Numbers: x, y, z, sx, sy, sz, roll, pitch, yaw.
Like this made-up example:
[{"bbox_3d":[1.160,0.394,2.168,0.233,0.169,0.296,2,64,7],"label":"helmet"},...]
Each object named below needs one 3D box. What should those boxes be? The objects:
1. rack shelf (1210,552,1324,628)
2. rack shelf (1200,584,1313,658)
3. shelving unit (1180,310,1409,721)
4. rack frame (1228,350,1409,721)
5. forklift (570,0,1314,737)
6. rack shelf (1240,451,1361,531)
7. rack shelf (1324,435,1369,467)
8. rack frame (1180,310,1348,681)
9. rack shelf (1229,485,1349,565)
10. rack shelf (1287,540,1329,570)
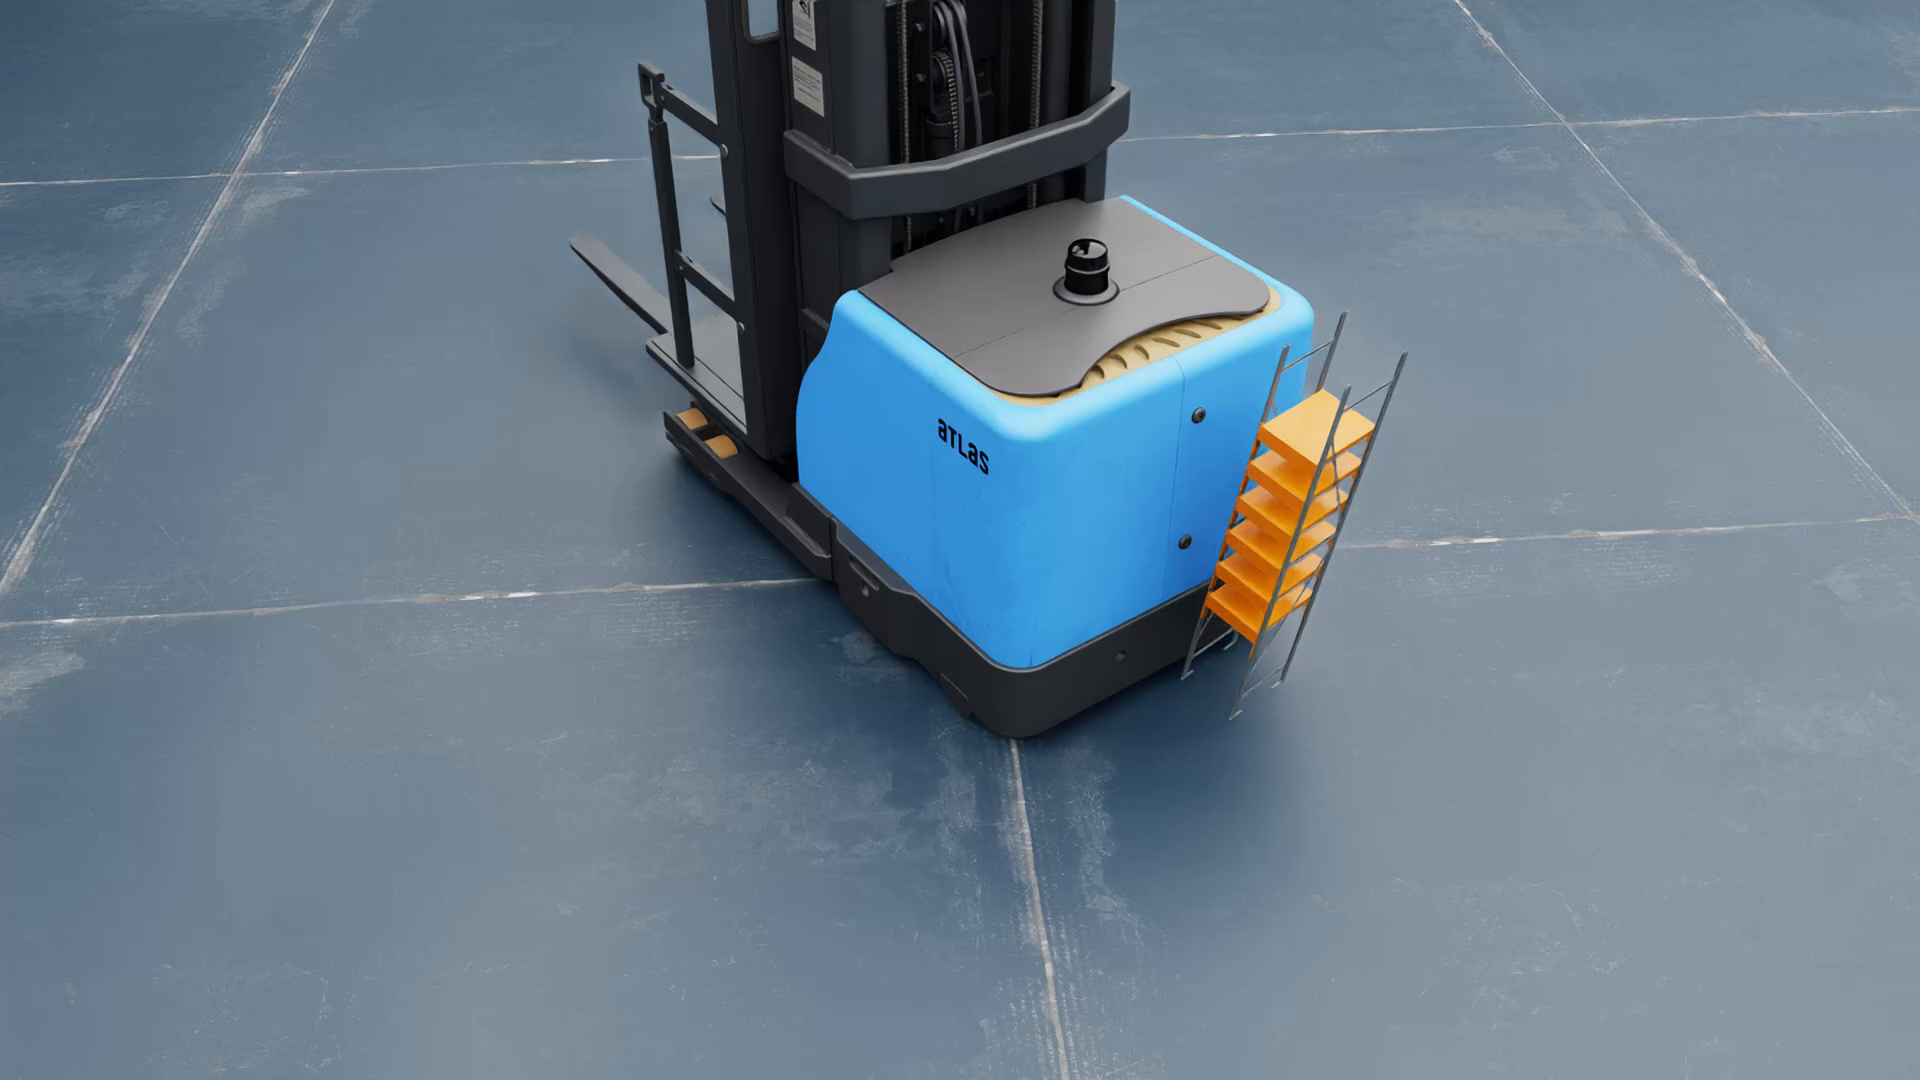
[{"bbox_3d":[0.820,0.091,4.415,0.258,0.103,0.180,-30,56,-32],"label":"rack shelf"},{"bbox_3d":[0.807,0.176,4.499,0.258,0.103,0.180,-30,56,-32],"label":"rack shelf"},{"bbox_3d":[0.838,-0.024,4.300,0.258,1.200,0.189,-30,56,-32],"label":"shelving unit"},{"bbox_3d":[0.899,0.028,4.257,0.240,1.200,0.006,-30,56,-32],"label":"rack frame"},{"bbox_3d":[-0.332,-1.452,4.796,1.129,2.843,3.031,-24,44,-27],"label":"forklift"},{"bbox_3d":[0.859,-0.162,4.162,0.258,0.103,0.180,-30,56,-32],"label":"rack shelf"},{"bbox_3d":[0.874,-0.260,4.064,0.199,0.020,0.166,-30,56,-32],"label":"rack shelf"},{"bbox_3d":[0.776,-0.077,4.343,0.240,1.200,0.006,-30,56,-32],"label":"rack frame"},{"bbox_3d":[0.846,-0.078,4.247,0.258,0.103,0.180,-30,56,-32],"label":"rack shelf"},{"bbox_3d":[0.835,-0.007,4.317,0.199,0.020,0.166,-30,56,-32],"label":"rack shelf"}]
